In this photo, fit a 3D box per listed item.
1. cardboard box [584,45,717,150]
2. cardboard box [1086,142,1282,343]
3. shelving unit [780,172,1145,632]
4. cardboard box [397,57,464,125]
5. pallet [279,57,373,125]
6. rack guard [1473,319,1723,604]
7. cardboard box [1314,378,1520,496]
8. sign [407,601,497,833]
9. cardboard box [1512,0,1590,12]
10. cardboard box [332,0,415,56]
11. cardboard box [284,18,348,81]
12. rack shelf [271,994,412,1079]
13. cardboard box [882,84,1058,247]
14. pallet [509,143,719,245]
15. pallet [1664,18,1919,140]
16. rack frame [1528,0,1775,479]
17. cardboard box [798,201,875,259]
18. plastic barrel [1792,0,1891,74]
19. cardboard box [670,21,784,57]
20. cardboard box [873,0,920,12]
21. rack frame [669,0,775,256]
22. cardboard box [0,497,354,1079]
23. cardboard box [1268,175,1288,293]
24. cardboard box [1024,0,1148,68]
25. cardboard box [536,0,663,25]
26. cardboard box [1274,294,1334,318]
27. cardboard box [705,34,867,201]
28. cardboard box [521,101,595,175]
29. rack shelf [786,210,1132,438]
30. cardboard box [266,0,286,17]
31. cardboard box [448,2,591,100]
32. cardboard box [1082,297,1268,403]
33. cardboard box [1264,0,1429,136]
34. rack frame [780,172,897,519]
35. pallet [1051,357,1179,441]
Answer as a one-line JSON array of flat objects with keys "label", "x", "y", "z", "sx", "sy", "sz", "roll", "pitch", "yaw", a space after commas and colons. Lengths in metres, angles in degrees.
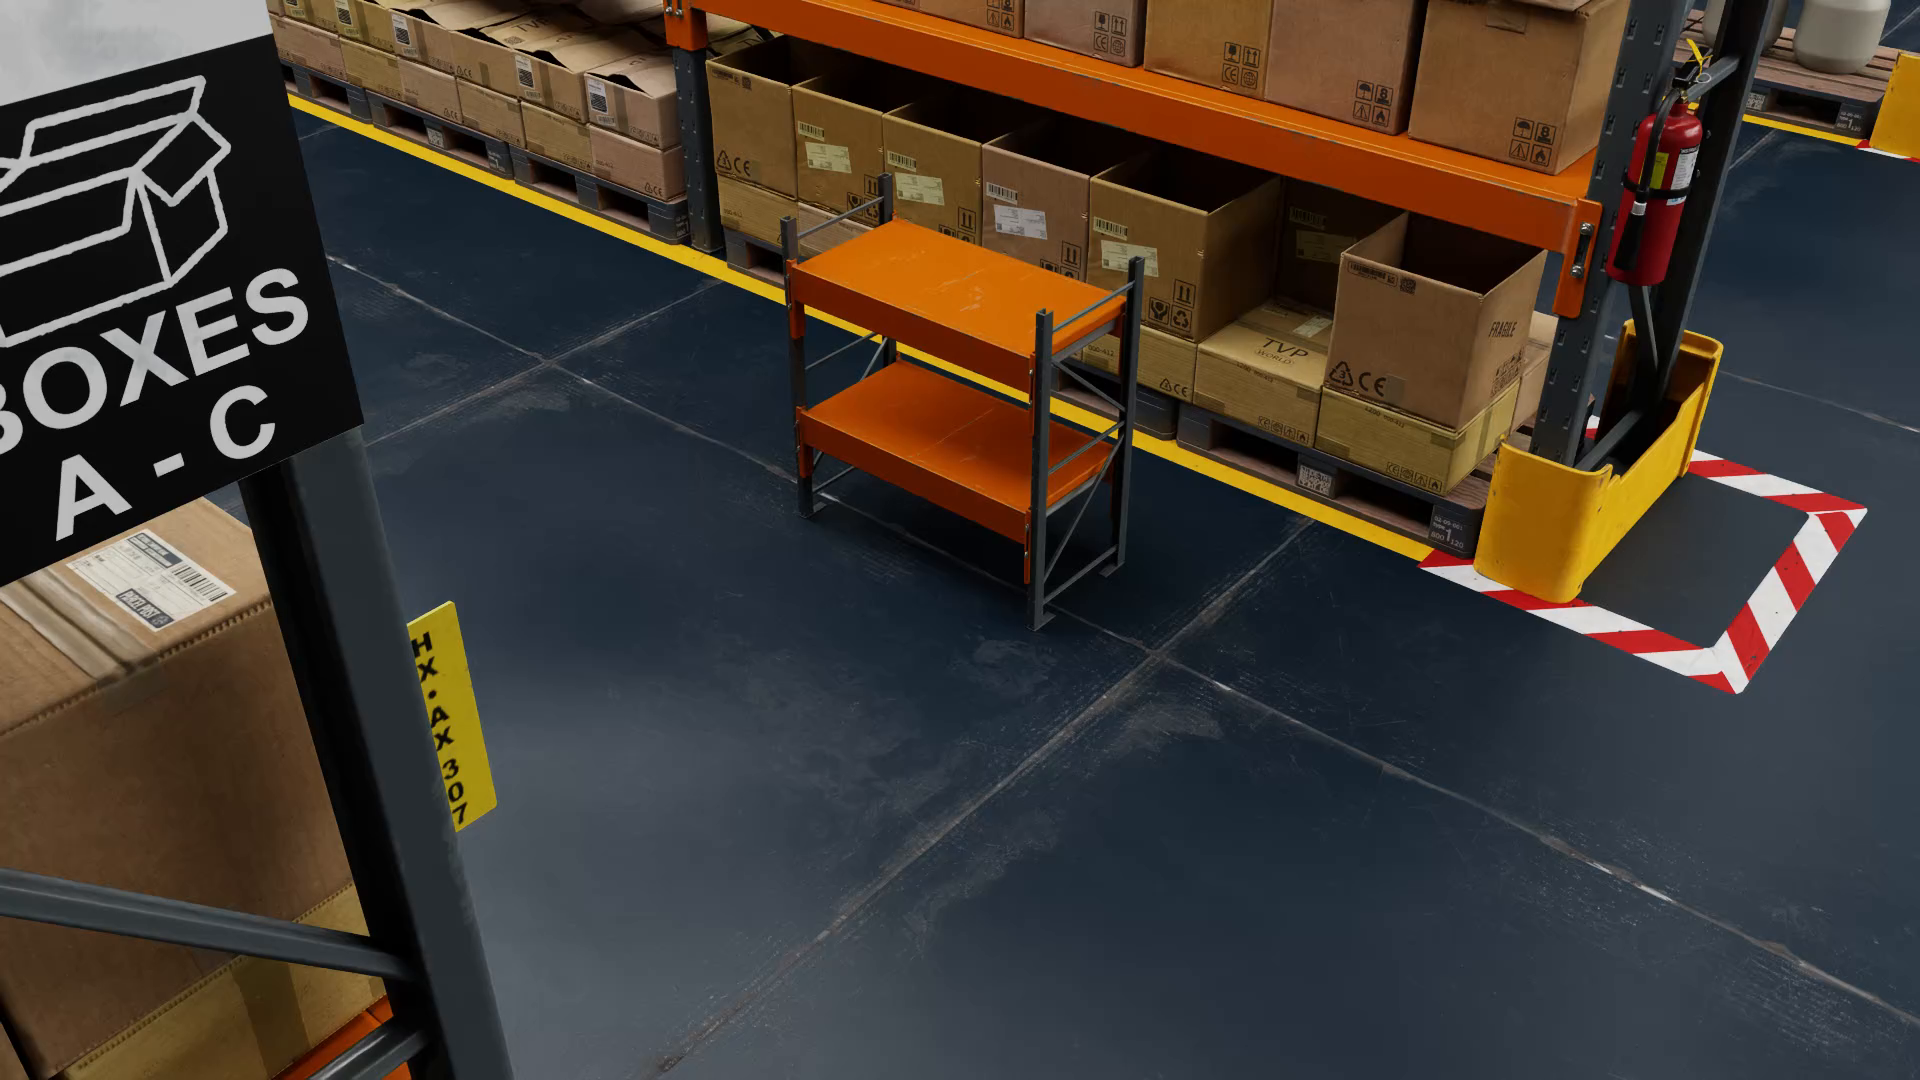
[{"label": "cardboard box", "x": -1.375, "y": -2.079, "z": 7.690, "sx": 0.500, "sy": 0.311, "sz": 0.500, "roll": 25, "pitch": 42, "yaw": 32}, {"label": "cardboard box", "x": 0.814, "y": -1.106, "z": 6.107, "sx": 0.500, "sy": 0.500, "sz": 0.500, "roll": 25, "pitch": 42, "yaw": 32}, {"label": "shelving unit", "x": -0.005, "y": -0.466, "z": 5.435, "sx": 1.048, "sy": 1.125, "sz": 0.538, "roll": 25, "pitch": 42, "yaw": 32}, {"label": "cardboard box", "x": -2.555, "y": -2.404, "z": 8.658, "sx": 0.500, "sy": 0.250, "sz": 0.500, "roll": 26, "pitch": 42, "yaw": 33}, {"label": "pallet", "x": -3.346, "y": -2.770, "z": 9.597, "sx": 1.213, "sy": 0.211, "sz": 1.003, "roll": 25, "pitch": 42, "yaw": 32}, {"label": "rack guard", "x": 2.213, "y": -0.298, "z": 5.742, "sx": 0.348, "sy": 0.500, "sz": 1.175, "roll": 25, "pitch": 42, "yaw": 32}, {"label": "cardboard box", "x": 1.593, "y": -0.442, "z": 5.803, "sx": 0.500, "sy": 0.250, "sz": 0.500, "roll": 25, "pitch": 42, "yaw": 32}, {"label": "sign", "x": -0.625, "y": 0.226, "z": 2.006, "sx": 0.005, "sy": 0.325, "sz": 0.100, "roll": 25, "pitch": 42, "yaw": 32}, {"label": "cardboard box", "x": 1.779, "y": -1.701, "z": 4.916, "sx": 0.250, "sy": 0.149, "sz": 0.380, "roll": 24, "pitch": 41, "yaw": 31}, {"label": "cardboard box", "x": -2.940, "y": -2.816, "z": 8.763, "sx": 0.500, "sy": 0.311, "sz": 0.500, "roll": 24, "pitch": 41, "yaw": 31}, {"label": "cardboard box", "x": -3.353, "y": -2.775, "z": 9.199, "sx": 0.500, "sy": 0.250, "sz": 0.500, "roll": 24, "pitch": 41, "yaw": 31}, {"label": "rack shelf", "x": -2.510, "y": 0.392, "z": 3.166, "sx": 4.000, "sy": 0.370, "sz": 1.077, "roll": 25, "pitch": 42, "yaw": 32}, {"label": "cardboard box", "x": 0.045, "y": -1.468, "z": 6.634, "sx": 0.500, "sy": 0.500, "sz": 0.500, "roll": 25, "pitch": 42, "yaw": 32}, {"label": "pallet", "x": -1.471, "y": -1.886, "z": 8.310, "sx": 1.213, "sy": 0.211, "sz": 1.003, "roll": 25, "pitch": 42, "yaw": 32}, {"label": "pallet", "x": 4.657, "y": -2.645, "z": 9.415, "sx": 1.213, "sy": 0.211, "sz": 1.003, "roll": 25, "pitch": 42, "yaw": 32}, {"label": "rack frame", "x": 2.194, "y": -1.337, "z": 5.047, "sx": 0.127, "sy": 3.000, "sz": 1.000, "roll": 25, "pitch": 42, "yaw": 32}, {"label": "cardboard box", "x": -0.337, "y": -1.342, "z": 7.113, "sx": 0.500, "sy": 0.250, "sz": 0.500, "roll": 25, "pitch": 42, "yaw": 32}, {"label": "plastic barrel", "x": 4.812, "y": -2.843, "z": 9.067, "sx": 0.421, "sy": 0.512, "sz": 0.421, "roll": 0, "pitch": 34, "yaw": 0}, {"label": "cardboard box", "x": -1.038, "y": -2.315, "z": 8.034, "sx": 0.500, "sy": 0.311, "sz": 0.500, "roll": 25, "pitch": 42, "yaw": 32}, {"label": "cardboard box", "x": -0.125, "y": -2.481, "z": 6.625, "sx": 0.500, "sy": 0.500, "sz": 0.700, "roll": 25, "pitch": 42, "yaw": 31}, {"label": "rack frame", "x": -0.880, "y": -2.786, "z": 7.157, "sx": 0.127, "sy": 3.000, "sz": 1.000, "roll": 25, "pitch": 42, "yaw": 32}, {"label": "cardboard box", "x": -1.147, "y": 0.260, "z": 2.174, "sx": 0.500, "sy": 0.500, "sz": 0.500, "roll": 25, "pitch": 42, "yaw": 32}, {"label": "cardboard box", "x": 1.146, "y": -1.333, "z": 6.436, "sx": 0.500, "sy": 0.500, "sz": 0.500, "roll": 25, "pitch": 42, "yaw": 32}, {"label": "cardboard box", "x": 0.652, "y": -2.113, "z": 6.088, "sx": 0.500, "sy": 0.500, "sz": 0.700, "roll": 27, "pitch": 43, "yaw": 33}, {"label": "cardboard box", "x": -1.818, "y": -2.685, "z": 8.573, "sx": 0.500, "sy": 0.311, "sz": 0.500, "roll": 24, "pitch": 41, "yaw": 30}, {"label": "cardboard box", "x": 1.538, "y": -0.847, "z": 6.392, "sx": 0.500, "sy": 0.250, "sz": 0.500, "roll": 25, "pitch": 42, "yaw": 32}, {"label": "cardboard box", "x": -0.724, "y": -1.831, "z": 7.161, "sx": 0.500, "sy": 0.500, "sz": 0.500, "roll": 25, "pitch": 42, "yaw": 32}, {"label": "cardboard box", "x": -1.772, "y": -2.034, "z": 8.120, "sx": 0.500, "sy": 0.250, "sz": 0.500, "roll": 25, "pitch": 41, "yaw": 31}, {"label": "rack shelf", "x": -0.005, "y": -0.707, "z": 5.269, "sx": 1.000, "sy": 0.278, "sz": 0.538, "roll": 25, "pitch": 42, "yaw": 32}, {"label": "cardboard box", "x": -3.739, "y": -3.188, "z": 9.305, "sx": 0.500, "sy": 0.311, "sz": 0.500, "roll": 27, "pitch": 43, "yaw": 33}, {"label": "cardboard box", "x": -2.160, "y": -2.446, "z": 8.225, "sx": 0.500, "sy": 0.311, "sz": 0.500, "roll": 25, "pitch": 42, "yaw": 32}, {"label": "cardboard box", "x": 0.816, "y": -0.799, "z": 6.321, "sx": 0.500, "sy": 0.250, "sz": 0.500, "roll": 25, "pitch": 42, "yaw": 32}, {"label": "cardboard box", "x": 1.437, "y": -1.741, "z": 5.547, "sx": 0.500, "sy": 0.500, "sz": 0.700, "roll": 26, "pitch": 42, "yaw": 33}, {"label": "rack frame", "x": -0.396, "y": -0.650, "z": 5.703, "sx": 0.032, "sy": 1.125, "sz": 0.500, "roll": 25, "pitch": 42, "yaw": 32}, {"label": "pallet", "x": 0.646, "y": -0.888, "z": 6.857, "sx": 1.213, "sy": 0.211, "sz": 1.003, "roll": 25, "pitch": 42, "yaw": 32}]
